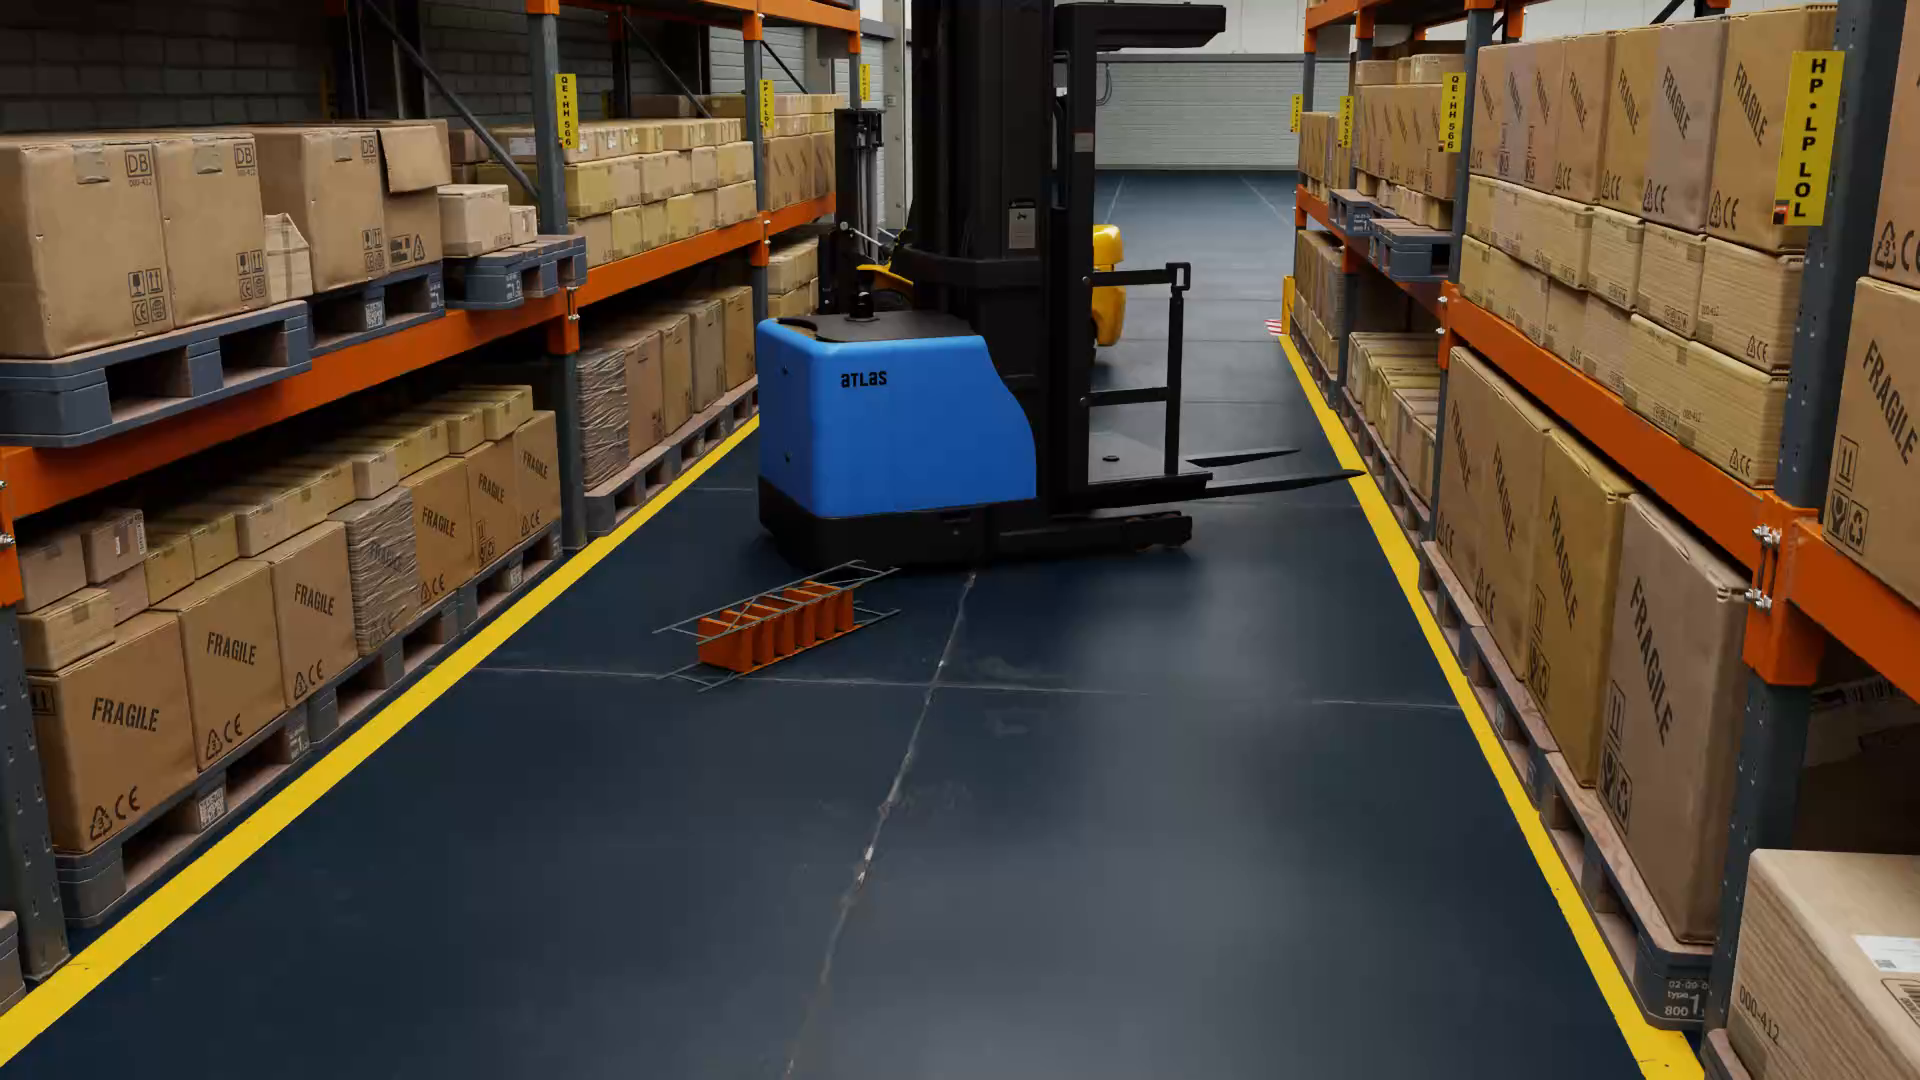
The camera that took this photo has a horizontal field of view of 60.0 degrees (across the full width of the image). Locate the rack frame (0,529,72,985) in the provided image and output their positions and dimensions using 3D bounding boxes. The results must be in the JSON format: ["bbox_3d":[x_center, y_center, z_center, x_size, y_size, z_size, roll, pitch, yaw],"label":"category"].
[{"bbox_3d":[-2.759,-0.381,3.824,1.000,3.000,0.127,2,15,6],"label":"rack frame"}]

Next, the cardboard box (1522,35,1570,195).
[{"bbox_3d":[2.206,-1.421,5.563,0.500,0.500,0.500,2,15,8],"label":"cardboard box"}]

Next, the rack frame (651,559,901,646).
[{"bbox_3d":[-0.698,0.234,6.570,0.240,0.006,1.200,11,19,34],"label":"rack frame"}]

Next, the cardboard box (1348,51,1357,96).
[{"bbox_3d":[3.687,-3.884,14.101,0.700,0.500,0.500,1,15,5],"label":"cardboard box"}]

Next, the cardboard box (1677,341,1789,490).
[{"bbox_3d":[1.974,-0.287,3.765,0.500,0.250,0.500,1,15,5],"label":"cardboard box"}]

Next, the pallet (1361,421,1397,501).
[{"bbox_3d":[2.855,-0.445,9.404,1.003,0.211,1.213,2,15,6],"label":"pallet"}]

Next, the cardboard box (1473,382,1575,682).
[{"bbox_3d":[2.360,-0.042,5.838,0.875,0.875,0.875,2,15,7],"label":"cardboard box"}]

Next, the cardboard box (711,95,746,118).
[{"bbox_3d":[-1.525,-3.035,11.635,0.380,0.149,0.250,2,15,7],"label":"cardboard box"}]

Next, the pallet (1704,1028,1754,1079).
[{"bbox_3d":[2.010,1.305,2.930,1.003,0.211,1.213,2,15,6],"label":"pallet"}]

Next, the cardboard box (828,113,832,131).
[{"bbox_3d":[-1.277,-3.489,13.885,0.380,0.149,0.250,1,15,4],"label":"cardboard box"}]

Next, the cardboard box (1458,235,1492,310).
[{"bbox_3d":[2.320,-1.081,6.702,0.500,0.250,0.500,1,15,5],"label":"cardboard box"}]

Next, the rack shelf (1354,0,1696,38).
[{"bbox_3d":[2.851,-2.893,8.745,1.077,0.370,4.000,2,15,6],"label":"rack shelf"}]

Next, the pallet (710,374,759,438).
[{"bbox_3d":[-1.900,-0.918,11.151,1.003,0.211,1.213,2,15,6],"label":"pallet"}]

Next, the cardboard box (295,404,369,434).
[{"bbox_3d":[-2.681,-0.467,6.882,0.380,0.149,0.250,2,15,7],"label":"cardboard box"}]

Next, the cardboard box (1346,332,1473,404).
[{"bbox_3d":[3.020,-1.109,10.745,0.950,0.372,0.625,2,15,7],"label":"cardboard box"}]

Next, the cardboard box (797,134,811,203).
[{"bbox_3d":[-1.448,-2.878,12.869,0.500,0.500,0.500,2,15,6],"label":"cardboard box"}]

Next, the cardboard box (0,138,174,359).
[{"bbox_3d":[-2.482,-0.751,4.196,0.700,0.500,0.500,2,15,8],"label":"cardboard box"}]

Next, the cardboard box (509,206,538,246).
[{"bbox_3d":[-2.000,-1.318,6.967,0.380,0.149,0.250,2,15,7],"label":"cardboard box"}]

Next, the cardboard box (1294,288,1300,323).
[{"bbox_3d":[3.162,-2.022,14.358,0.500,0.250,0.500,2,15,6],"label":"cardboard box"}]

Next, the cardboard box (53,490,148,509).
[{"bbox_3d":[-2.873,-0.063,5.389,0.380,0.149,0.250,2,15,8],"label":"cardboard box"}]

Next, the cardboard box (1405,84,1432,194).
[{"bbox_3d":[2.448,-1.928,7.981,0.500,0.500,0.500,1,15,5],"label":"cardboard box"}]

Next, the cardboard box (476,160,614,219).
[{"bbox_3d":[-1.990,-1.694,8.012,0.500,0.250,0.500,2,15,6],"label":"cardboard box"}]

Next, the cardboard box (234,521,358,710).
[{"bbox_3d":[-2.370,0.236,5.525,0.500,0.500,0.500,1,15,5],"label":"cardboard box"}]

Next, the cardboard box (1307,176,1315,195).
[{"bbox_3d":[3.084,-2.948,13.799,0.380,0.149,0.250,2,15,7],"label":"cardboard box"}]

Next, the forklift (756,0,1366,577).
[{"bbox_3d":[0.576,-1.477,8.009,3.031,2.935,1.130,-6,16,-22],"label":"forklift"}]

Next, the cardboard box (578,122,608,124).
[{"bbox_3d":[-2.305,-2.403,9.869,0.380,0.149,0.250,2,15,6],"label":"cardboard box"}]

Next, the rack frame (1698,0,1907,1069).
[{"bbox_3d":[2.174,-0.236,3.287,1.000,3.000,0.127,2,15,6],"label":"rack frame"}]

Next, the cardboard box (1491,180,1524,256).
[{"bbox_3d":[2.263,-1.184,6.124,0.500,0.250,0.500,2,15,8],"label":"cardboard box"}]

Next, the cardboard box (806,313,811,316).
[{"bbox_3d":[-1.431,-1.579,12.719,0.500,0.250,0.500,1,15,5],"label":"cardboard box"}]

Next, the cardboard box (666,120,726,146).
[{"bbox_3d":[-1.663,-2.521,10.303,0.380,0.149,0.250,1,15,5],"label":"cardboard box"}]

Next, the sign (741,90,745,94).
[{"bbox_3d":[-1.955,-3.967,15.277,0.100,0.325,0.005,2,15,6],"label":"sign"}]

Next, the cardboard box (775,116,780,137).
[{"bbox_3d":[-1.529,-3.028,12.179,0.380,0.149,0.250,2,15,6],"label":"cardboard box"}]

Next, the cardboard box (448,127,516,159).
[{"bbox_3d":[-2.463,-2.007,8.402,0.380,0.149,0.250,2,15,6],"label":"cardboard box"}]

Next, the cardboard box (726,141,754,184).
[{"bbox_3d":[-1.657,-2.490,10.953,0.500,0.250,0.500,1,15,5],"label":"cardboard box"}]

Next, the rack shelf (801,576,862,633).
[{"bbox_3d":[-0.531,0.260,6.817,0.258,0.180,0.103,11,19,34],"label":"rack shelf"}]

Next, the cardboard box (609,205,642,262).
[{"bbox_3d":[-1.953,-1.584,8.561,0.500,0.250,0.500,1,15,5],"label":"cardboard box"}]

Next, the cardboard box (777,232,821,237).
[{"bbox_3d":[-1.246,-2.459,14.057,0.500,0.250,0.500,2,15,7],"label":"cardboard box"}]

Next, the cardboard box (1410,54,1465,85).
[{"bbox_3d":[2.529,-2.414,8.533,0.380,0.149,0.250,1,15,4],"label":"cardboard box"}]

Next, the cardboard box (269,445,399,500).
[{"bbox_3d":[-2.289,-0.249,6.078,0.380,0.149,0.250,1,15,4],"label":"cardboard box"}]

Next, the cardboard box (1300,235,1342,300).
[{"bbox_3d":[3.105,-2.242,13.735,0.500,0.500,0.500,1,15,4],"label":"cardboard box"}]

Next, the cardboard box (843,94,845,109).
[{"bbox_3d":[-1.236,-3.899,14.831,0.380,0.149,0.250,2,15,6],"label":"cardboard box"}]

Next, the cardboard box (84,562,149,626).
[{"bbox_3d":[-2.500,0.151,4.600,0.380,0.149,0.250,1,15,5],"label":"cardboard box"}]

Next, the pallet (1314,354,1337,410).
[{"bbox_3d":[3.117,-1.140,11.973,1.003,0.211,1.213,2,15,6],"label":"pallet"}]

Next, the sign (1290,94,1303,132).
[{"bbox_3d":[2.989,-3.782,14.743,0.100,0.325,0.005,2,15,6],"label":"sign"}]

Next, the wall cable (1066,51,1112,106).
[{"bbox_3d":[2.653,-13.242,45.844,3.097,2.526,0.112,2,15,6],"label":"wall cable"}]

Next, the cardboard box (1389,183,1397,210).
[{"bbox_3d":[2.524,-1.851,8.937,0.380,0.149,0.250,1,15,4],"label":"cardboard box"}]

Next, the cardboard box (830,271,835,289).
[{"bbox_3d":[-1.314,-2.081,13.615,0.500,0.250,0.500,2,15,6],"label":"cardboard box"}]

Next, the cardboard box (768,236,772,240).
[{"bbox_3d":[-1.832,-2.340,13.619,0.500,0.250,0.500,1,15,5],"label":"cardboard box"}]

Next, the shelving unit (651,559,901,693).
[{"bbox_3d":[-0.697,0.322,6.595,0.258,0.189,1.200,11,19,34],"label":"shelving unit"}]

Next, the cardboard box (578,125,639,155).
[{"bbox_3d":[-1.931,-2.125,8.839,0.380,0.149,0.250,2,15,7],"label":"cardboard box"}]

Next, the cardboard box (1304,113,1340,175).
[{"bbox_3d":[3.143,-3.291,13.824,0.500,0.500,0.500,2,15,8],"label":"cardboard box"}]

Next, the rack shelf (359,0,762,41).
[{"bbox_3d":[-2.082,-3.038,9.282,1.077,0.370,4.000,2,15,6],"label":"rack shelf"}]

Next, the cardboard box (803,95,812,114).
[{"bbox_3d":[-1.403,-3.501,13.359,0.380,0.149,0.250,2,15,7],"label":"cardboard box"}]
